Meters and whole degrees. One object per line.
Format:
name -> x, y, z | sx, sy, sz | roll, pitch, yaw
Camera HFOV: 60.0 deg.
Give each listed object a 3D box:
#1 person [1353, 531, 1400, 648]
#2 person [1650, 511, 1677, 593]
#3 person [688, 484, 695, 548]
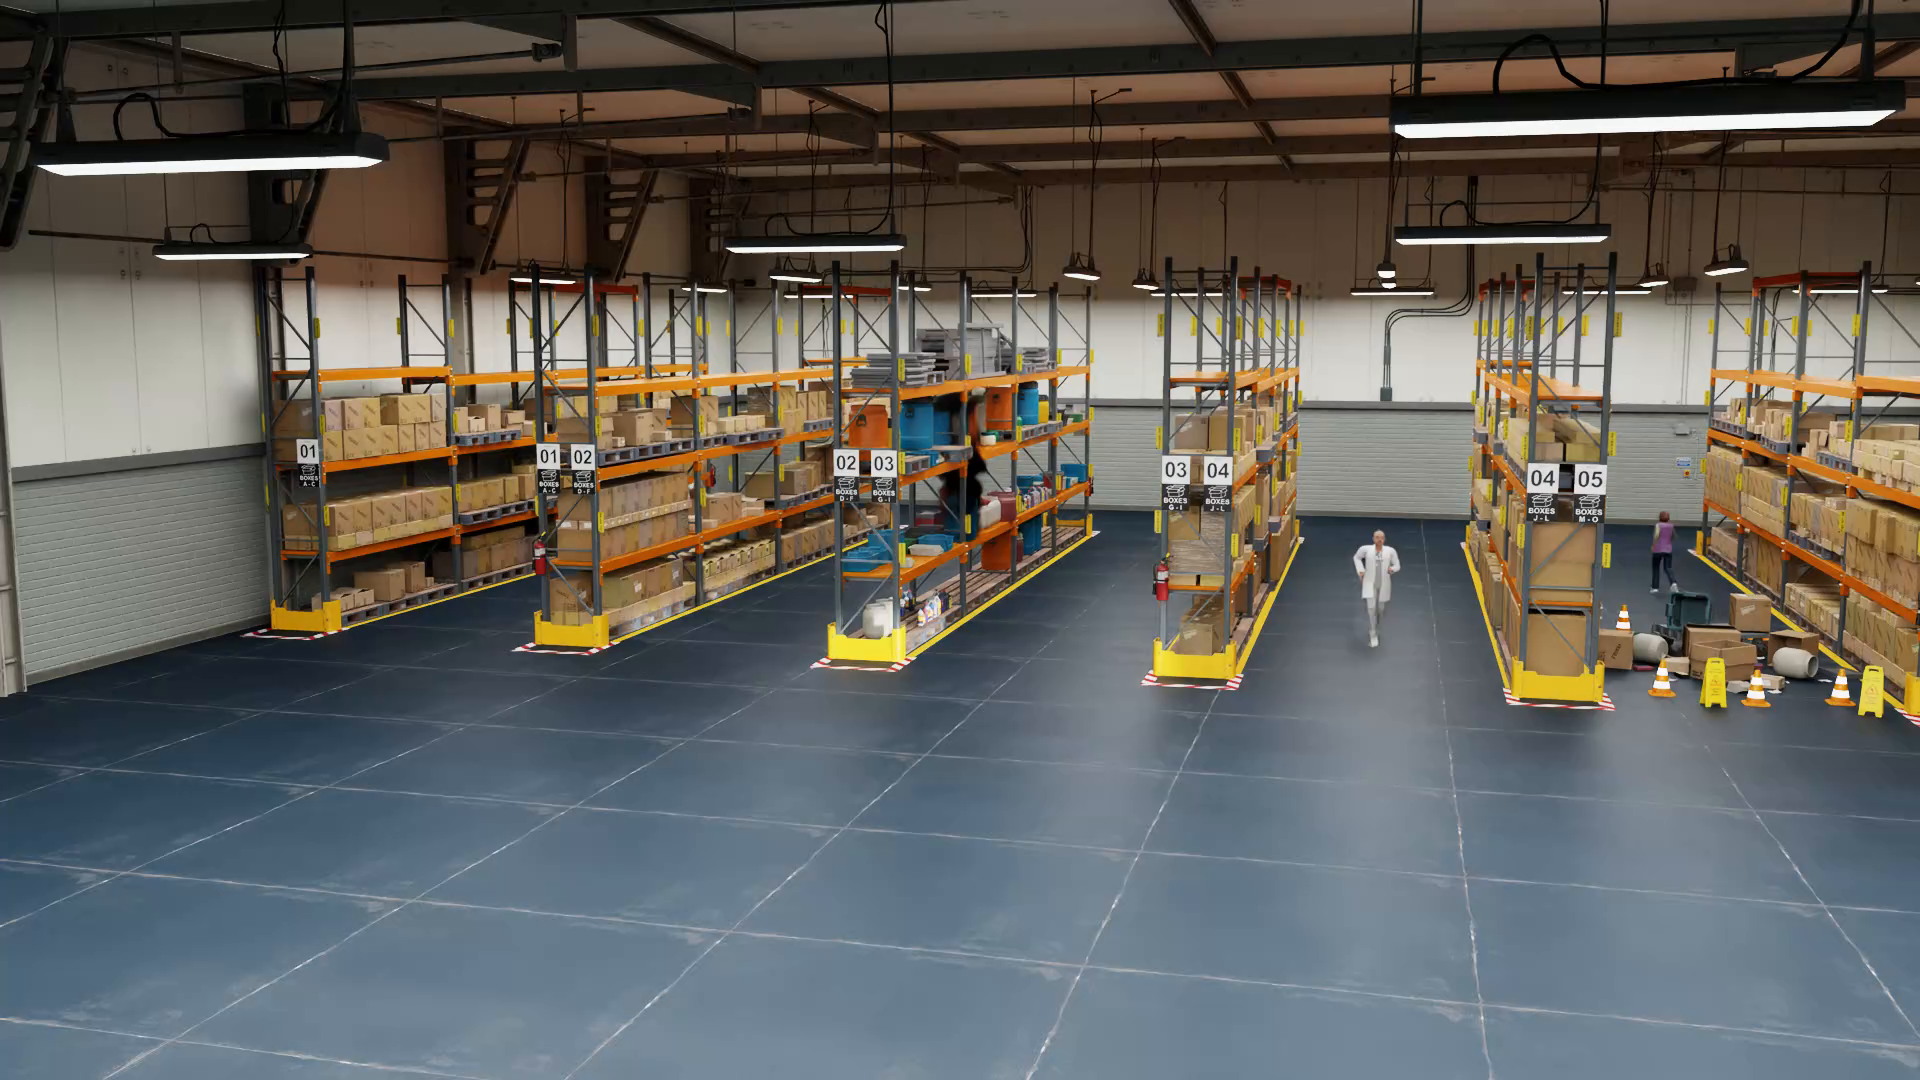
person -> 6.661, 0.743, 26.572 | 0.703, 1.802, 1.046 | 1, 7, 6
person -> 13.176, 0.245, 31.138 | 0.537, 1.586, 0.874 | 0, 7, -3
person -> -5.622, -0.338, 35.302 | 0.685, 1.744, 0.900 | 1, 7, 9
